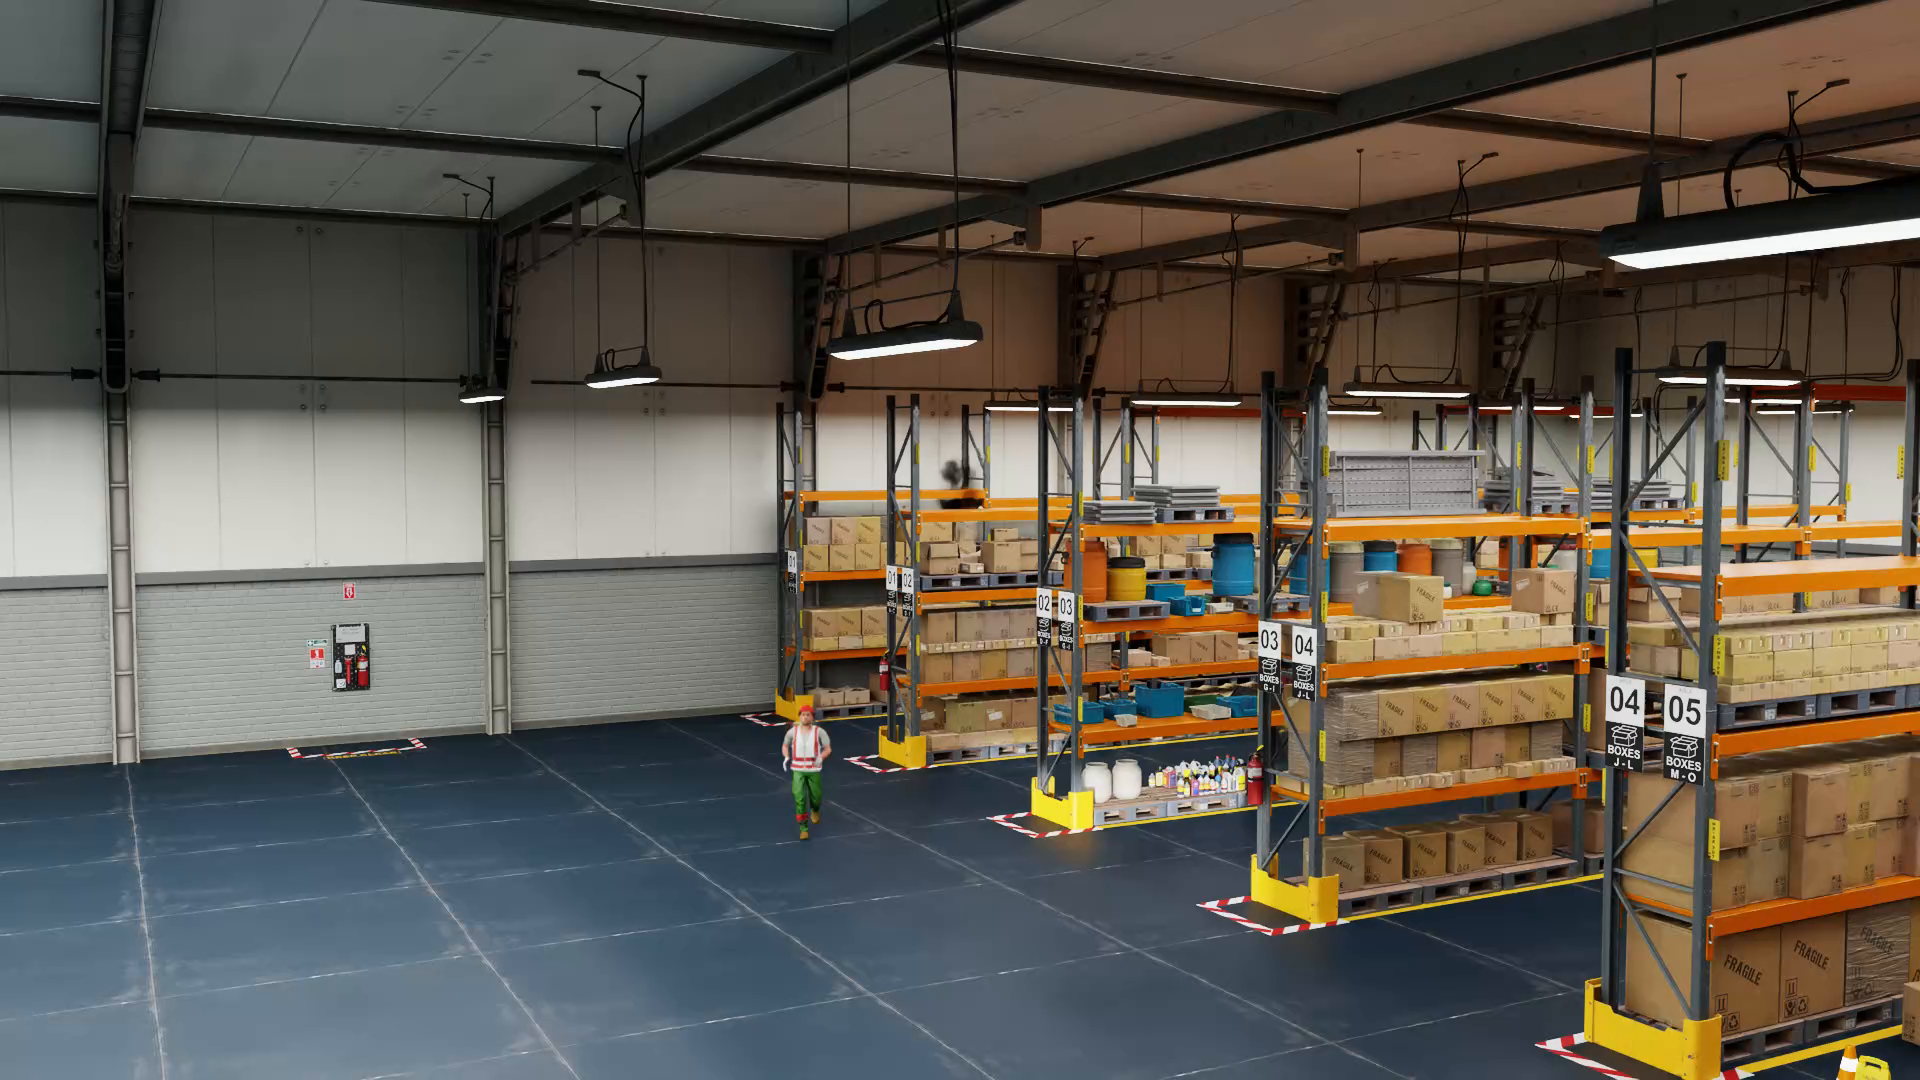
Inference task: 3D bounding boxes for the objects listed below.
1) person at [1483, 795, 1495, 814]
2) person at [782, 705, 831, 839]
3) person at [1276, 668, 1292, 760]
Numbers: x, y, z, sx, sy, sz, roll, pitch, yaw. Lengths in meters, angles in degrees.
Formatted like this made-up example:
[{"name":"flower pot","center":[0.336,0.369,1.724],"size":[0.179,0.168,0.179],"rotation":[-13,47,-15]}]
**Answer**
[{"name":"person","center":[7.284,3.042,22.992],"size":[0.559,1.657,0.575],"rotation":[-3,4,-38]},{"name":"person","center":[-2.038,3.045,22.004],"size":[0.661,1.741,0.754],"rotation":[0,3,0]},{"name":"person","center":[5.395,2.807,27.422],"size":[0.701,1.608,0.581],"rotation":[-2,4,-36]}]
